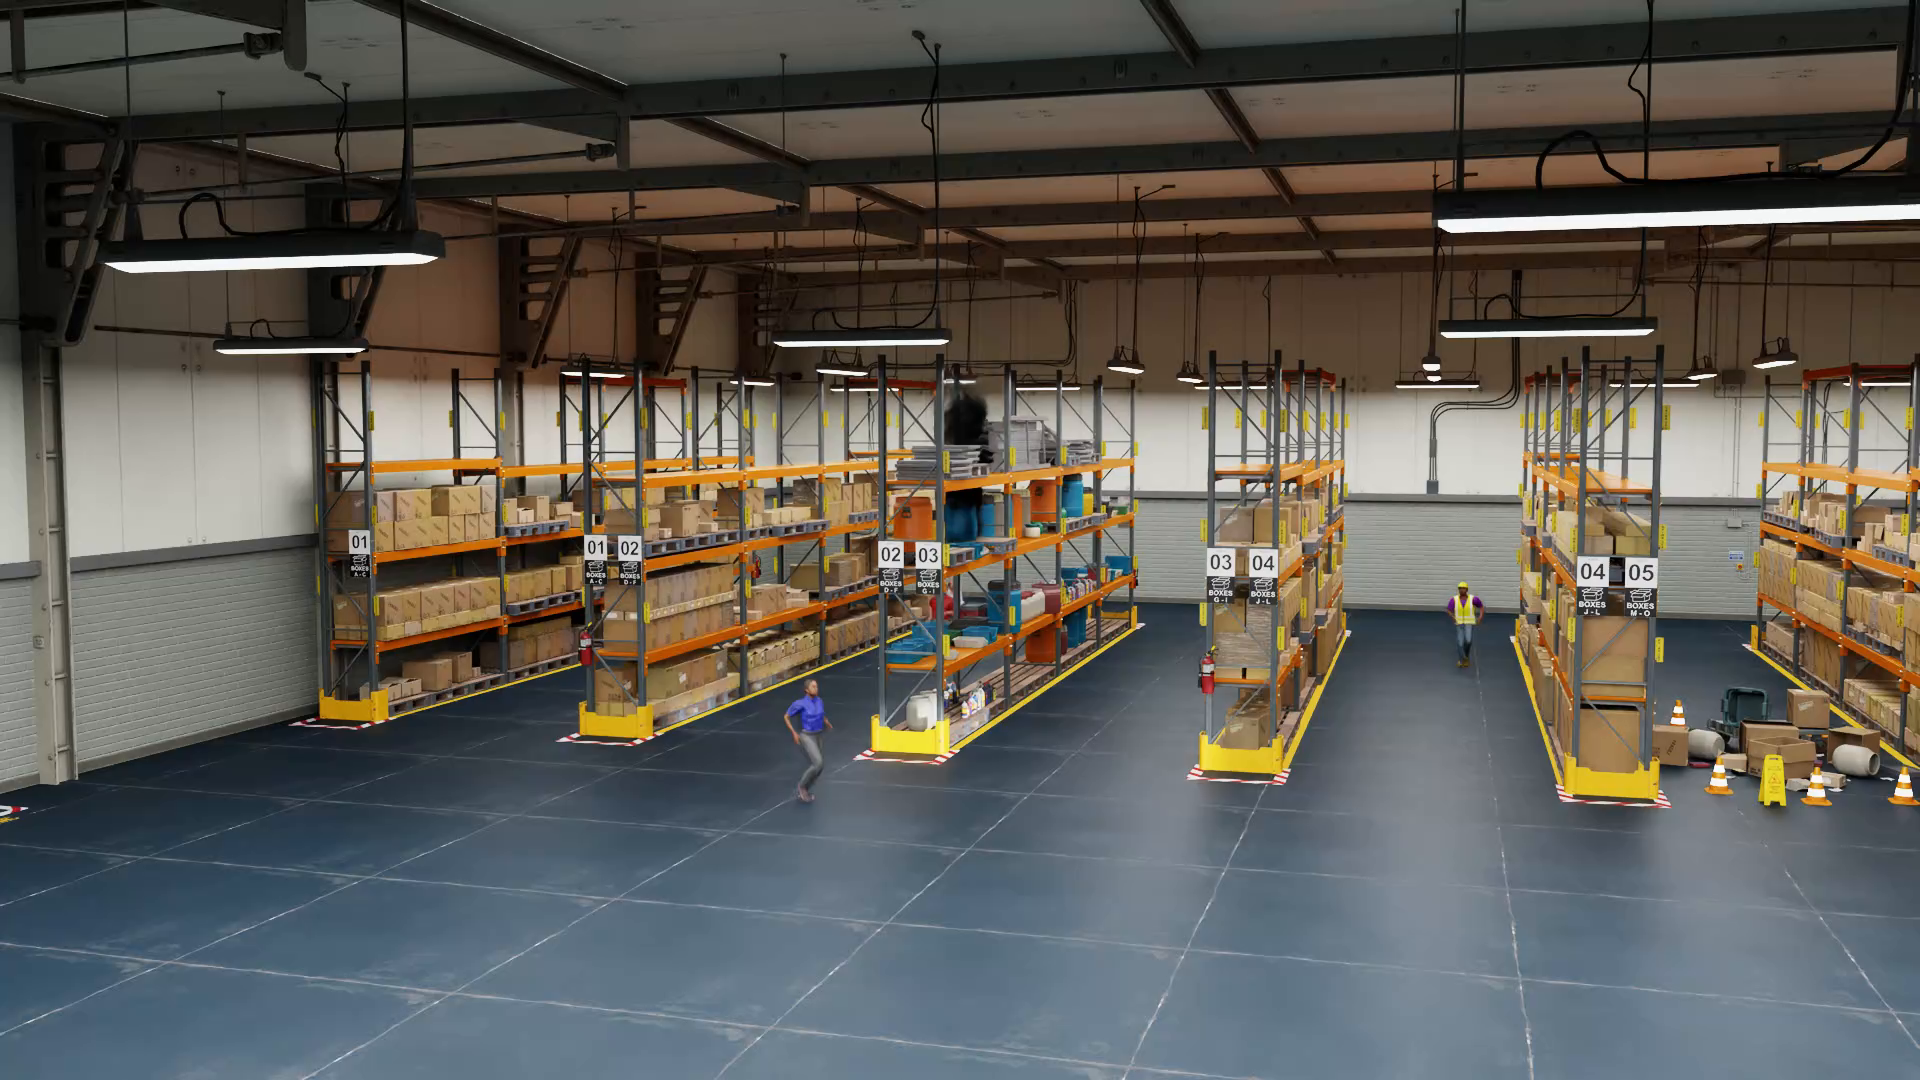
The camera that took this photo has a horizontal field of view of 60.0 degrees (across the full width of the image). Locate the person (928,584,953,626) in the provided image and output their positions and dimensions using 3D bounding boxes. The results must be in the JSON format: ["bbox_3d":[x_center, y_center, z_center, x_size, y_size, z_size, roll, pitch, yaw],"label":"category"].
[{"bbox_3d":[-0.359,1.767,33.365,0.633,1.800,0.770,1,4,10],"label":"person"}]

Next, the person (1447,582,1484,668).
[{"bbox_3d":[10.244,1.724,33.776,0.712,1.737,0.653,2,4,23],"label":"person"}]

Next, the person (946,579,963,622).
[{"bbox_3d":[-0.185,1.620,36.529,0.521,1.551,0.571,0,4,3],"label":"person"}]

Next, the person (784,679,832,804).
[{"bbox_3d":[-1.923,2.669,21.716,0.646,1.543,0.552,3,5,37],"label":"person"}]
